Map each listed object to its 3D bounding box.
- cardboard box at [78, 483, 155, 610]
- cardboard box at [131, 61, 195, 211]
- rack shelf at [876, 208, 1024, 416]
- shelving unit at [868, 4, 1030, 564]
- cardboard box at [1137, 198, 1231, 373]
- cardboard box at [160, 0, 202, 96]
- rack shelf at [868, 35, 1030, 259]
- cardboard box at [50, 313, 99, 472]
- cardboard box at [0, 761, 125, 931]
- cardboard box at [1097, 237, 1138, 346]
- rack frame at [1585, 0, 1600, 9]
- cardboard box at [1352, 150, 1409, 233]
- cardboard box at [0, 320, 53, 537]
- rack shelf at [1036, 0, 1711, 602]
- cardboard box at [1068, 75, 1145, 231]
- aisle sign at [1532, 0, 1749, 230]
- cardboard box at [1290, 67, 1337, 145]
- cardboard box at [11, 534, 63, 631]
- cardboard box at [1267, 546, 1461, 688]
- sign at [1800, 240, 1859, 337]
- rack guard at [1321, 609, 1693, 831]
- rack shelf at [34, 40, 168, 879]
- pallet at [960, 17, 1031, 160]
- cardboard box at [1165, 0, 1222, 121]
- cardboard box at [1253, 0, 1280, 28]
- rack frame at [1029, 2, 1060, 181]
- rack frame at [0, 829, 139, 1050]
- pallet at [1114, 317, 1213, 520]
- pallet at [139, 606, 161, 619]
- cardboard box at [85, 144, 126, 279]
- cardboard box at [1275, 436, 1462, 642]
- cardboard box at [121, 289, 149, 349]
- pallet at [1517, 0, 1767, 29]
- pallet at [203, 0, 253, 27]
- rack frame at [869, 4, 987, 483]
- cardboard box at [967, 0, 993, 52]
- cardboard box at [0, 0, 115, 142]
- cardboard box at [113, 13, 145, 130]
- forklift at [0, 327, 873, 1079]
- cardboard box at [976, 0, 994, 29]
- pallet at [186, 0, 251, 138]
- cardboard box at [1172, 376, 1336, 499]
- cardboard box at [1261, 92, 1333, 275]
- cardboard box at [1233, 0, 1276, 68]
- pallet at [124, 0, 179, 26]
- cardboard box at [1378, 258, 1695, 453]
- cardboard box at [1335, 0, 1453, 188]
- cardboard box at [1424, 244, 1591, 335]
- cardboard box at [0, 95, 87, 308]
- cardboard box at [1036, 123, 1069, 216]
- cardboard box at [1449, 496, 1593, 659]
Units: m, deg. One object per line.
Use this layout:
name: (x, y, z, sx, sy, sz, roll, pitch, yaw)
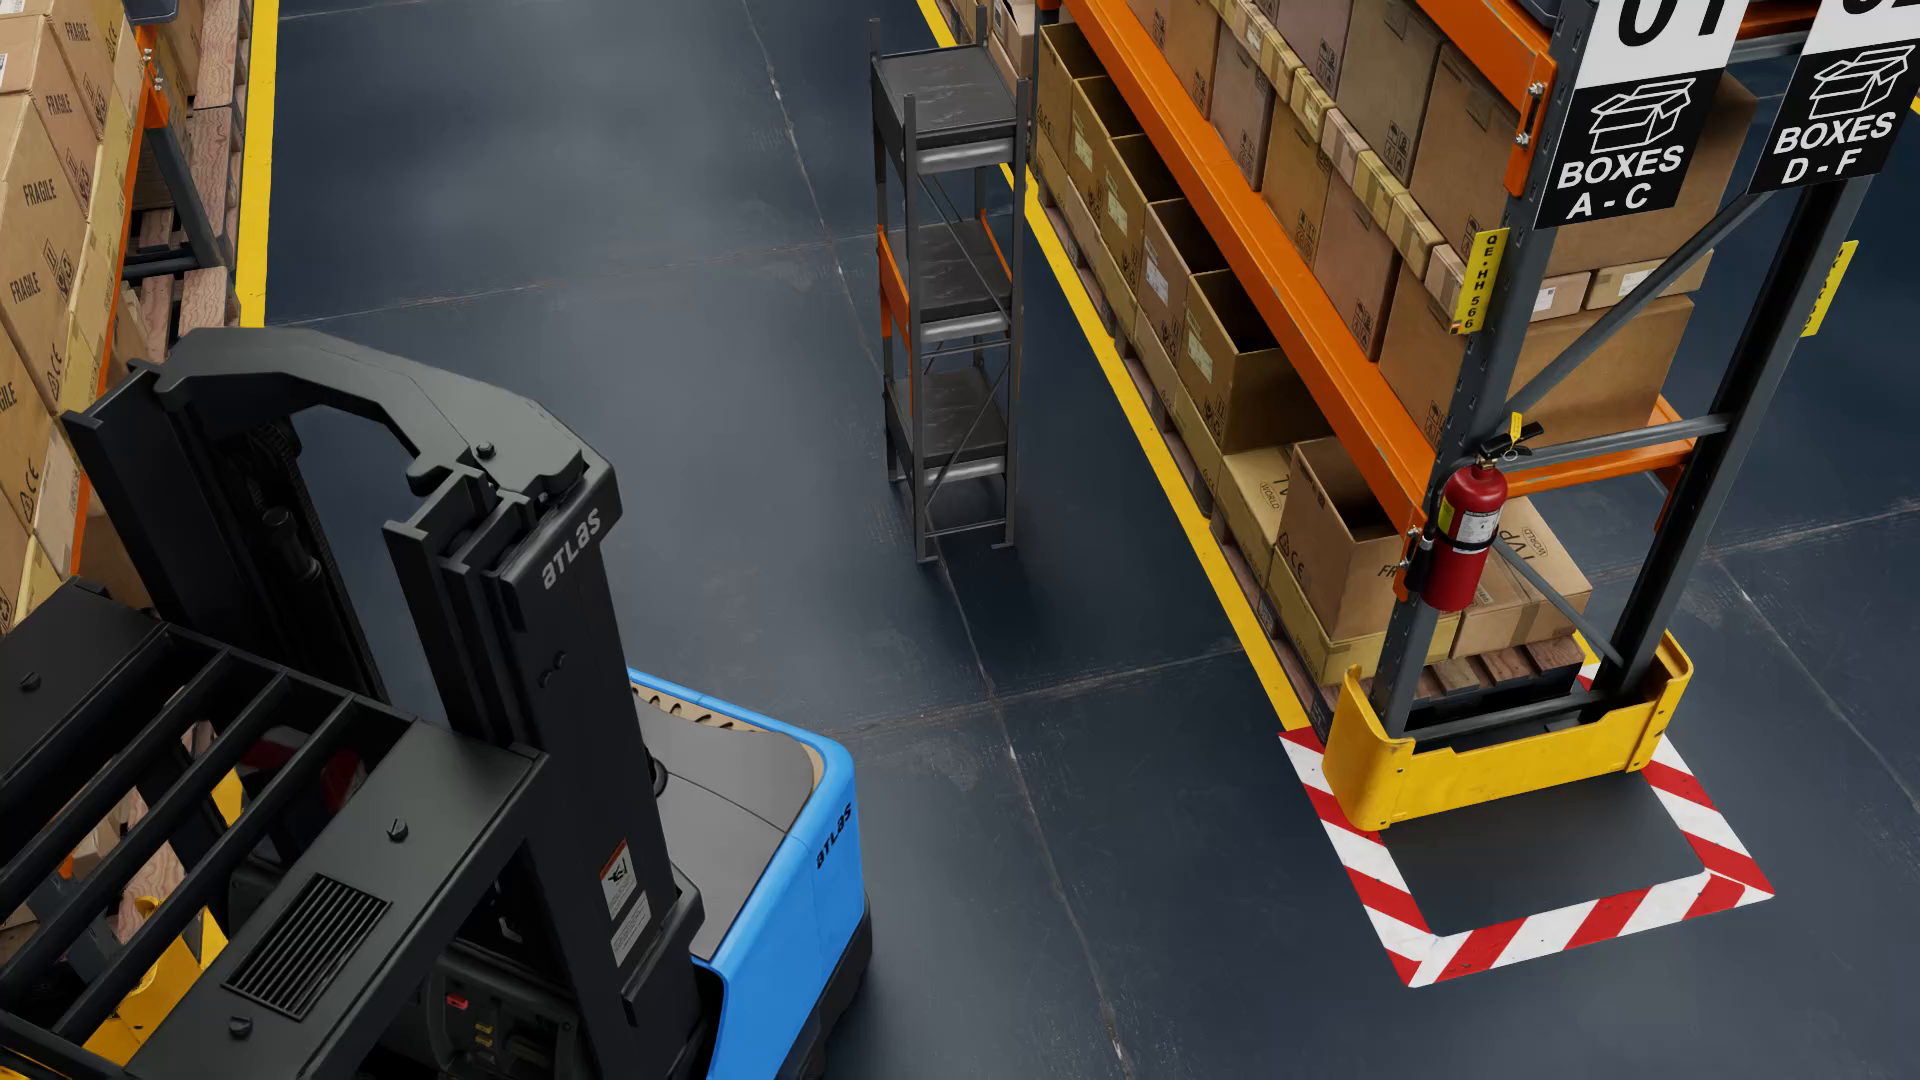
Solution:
cardboard box: (-3.281, -0.046, 6.137, 0.700, 0.500, 0.500, -13, 47, -13)
cardboard box: (-4.134, -1.909, 7.963, 0.700, 0.500, 0.500, -9, 46, -9)
rack shelf: (-0.042, -0.840, 6.122, 0.431, 0.518, 0.480, -11, 47, -10)
shelving unit: (-0.042, -0.849, 6.112, 0.431, 2.100, 0.503, -11, 47, -10)
cardboard box: (1.060, -1.068, 6.802, 0.500, 0.500, 0.500, -11, 47, -10)
cardboard box: (-4.406, -2.616, 8.656, 0.700, 0.500, 0.500, -10, 46, -10)
rack shelf: (-0.042, -1.330, 5.622, 0.431, 0.518, 0.480, -11, 47, -10)
cardboard box: (-2.995, -0.422, 5.154, 0.500, 0.250, 0.500, -11, 47, -11)
cardboard box: (-2.996, 0.930, 5.313, 0.500, 0.311, 0.500, -16, 48, -15)
cardboard box: (0.930, -1.150, 7.408, 0.500, 0.250, 0.500, -11, 47, -10)
rack frame: (1.882, -2.371, 2.773, 1.000, 3.000, 0.127, -11, 47, -10)
cardboard box: (1.466, -1.120, 5.223, 0.380, 0.149, 0.250, -11, 47, -11)
cardboard box: (-2.854, -0.308, 4.518, 0.500, 0.500, 0.500, -11, 47, -10)
rack shelf: (1.370, -1.401, 6.526, 1.077, 0.370, 4.000, -11, 47, -10)
cardboard box: (0.810, -1.759, 7.480, 0.500, 0.500, 0.500, -11, 47, -10)
aisle sign: (1.615, -1.083, 3.890, 0.394, 0.787, 0.004, -11, 47, -10)
cardboard box: (1.336, -1.475, 5.571, 0.380, 0.149, 0.250, -9, 46, -9)
cardboard box: (-2.724, 0.287, 4.459, 0.500, 0.250, 0.500, -12, 47, -11)
cardboard box: (1.459, 0.228, 6.058, 0.500, 0.250, 0.500, -11, 47, -10)
sign: (2.420, -0.700, 4.674, 0.100, 0.325, 0.005, -11, 47, -10)
rack guard: (1.888, 0.620, 5.793, 1.175, 0.500, 0.348, -11, 47, -10)
rack shelf: (-3.418, -0.492, 5.636, 1.077, 0.370, 4.000, -11, 47, -10)
pallet: (0.632, -2.559, 9.110, 1.003, 0.211, 1.213, -11, 47, -10)
cardboard box: (1.244, -2.053, 6.592, 0.700, 0.500, 0.500, -10, 46, -10)
cardboard box: (1.363, -2.178, 5.806, 0.700, 0.500, 0.500, -11, 47, -10)
rack frame: (0.858, -3.033, 7.622, 1.000, 3.000, 0.127, -11, 47, -10)
rack frame: (-2.906, 0.637, 4.026, 1.000, 3.000, 0.127, -11, 47, -10)
pallet: (1.337, -0.657, 7.246, 1.003, 0.211, 1.213, -11, 47, -10)
pallet: (-3.408, 0.152, 6.453, 1.003, 0.211, 1.213, -11, 47, -10)
cardboard box: (-3.252, -1.118, 5.836, 0.500, 0.250, 0.500, -11, 47, -11)
cardboard box: (1.457, -0.035, 5.790, 0.500, 0.500, 0.500, -11, 47, -10)
cardboard box: (-3.764, -0.923, 7.230, 0.380, 0.166, 0.250, -16, 48, -15)
pallet: (1.726, -1.784, 4.359, 1.003, 0.211, 1.213, -11, 47, -10)
pallet: (-4.755, -3.371, 9.906, 1.003, 0.211, 1.213, -11, 47, -10)
rack frame: (-0.105, -1.018, 6.277, 0.400, 2.100, 0.015, -11, 47, -10)
cardboard box: (0.344, -2.801, 9.026, 0.500, 0.250, 0.500, -11, 47, -11)
cardboard box: (-3.376, -1.729, 5.910, 0.500, 0.500, 0.500, -11, 47, -11)
cardboard box: (-3.515, -1.808, 6.513, 0.500, 0.250, 0.500, -11, 47, -10)
forklift: (-1.332, 1.139, 3.582, 1.130, 2.935, 3.031, 17, 48, 16)
cardboard box: (0.338, -2.999, 8.828, 0.500, 0.311, 0.500, -10, 46, -9)
pallet: (-4.446, -2.530, 9.082, 1.003, 0.211, 1.213, -11, 47, -10)
cardboard box: (1.190, -0.460, 6.732, 0.500, 0.250, 0.500, -11, 47, -10)
cardboard box: (1.514, -1.337, 5.890, 0.700, 0.500, 0.500, -10, 46, -10)
cardboard box: (1.201, -1.833, 5.922, 0.380, 0.149, 0.250, -11, 47, -11)
pallet: (-3.985, -2.612, 7.344, 1.003, 0.211, 1.213, -11, 47, -10)
cardboard box: (1.775, -0.631, 5.198, 0.700, 0.500, 0.500, -11, 47, -10)
cardboard box: (1.622, -1.484, 5.126, 0.700, 0.500, 0.500, -12, 47, -11)
cardboard box: (1.600, -0.763, 4.873, 0.380, 0.149, 0.250, -11, 47, -11)
cardboard box: (-3.124, -1.020, 5.215, 0.500, 0.500, 0.500, -9, 46, -9)
cardboard box: (0.684, -1.842, 8.086, 0.500, 0.250, 0.500, -11, 47, -10)
cardboard box: (1.960, 0.133, 6.151, 0.500, 0.250, 0.500, -11, 47, -10)
